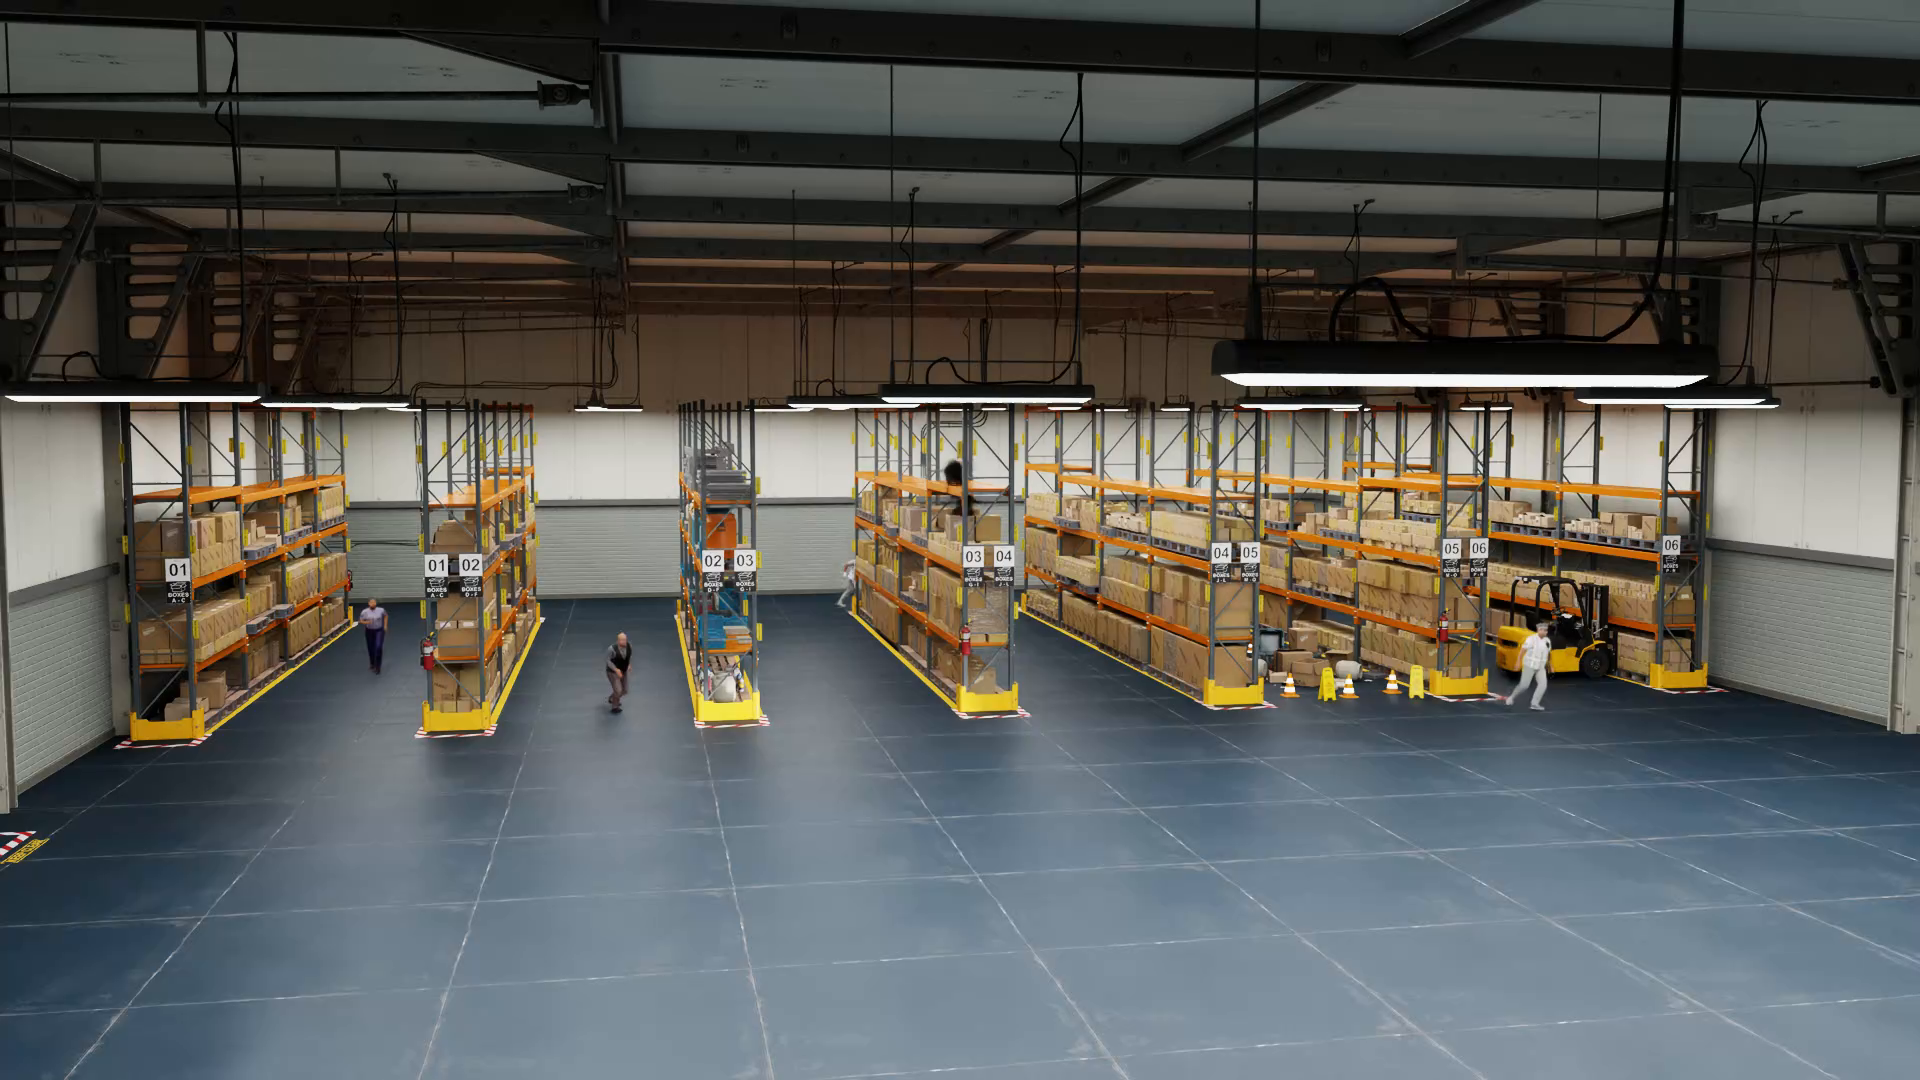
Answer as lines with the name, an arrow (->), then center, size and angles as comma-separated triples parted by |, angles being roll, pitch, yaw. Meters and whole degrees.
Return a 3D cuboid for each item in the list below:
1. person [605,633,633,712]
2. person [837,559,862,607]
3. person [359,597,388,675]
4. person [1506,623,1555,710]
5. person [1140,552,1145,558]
person -> -6.587, 2.530, 31.905 | 0.862, 1.567, 0.641 | 4, 6, 41
person -> -3.104, 1.165, 48.874 | 1.059, 1.678, 0.695 | 1, 5, 18
person -> -13.013, 2.109, 36.909 | 0.562, 1.695, 0.855 | -1, 4, -13
person -> 11.090, 2.429, 32.348 | 0.749, 1.701, 0.728 | -2, 5, -21
person -> 5.539, 1.012, 51.146 | 0.825, 1.731, 0.574 | -1, 4, -15
